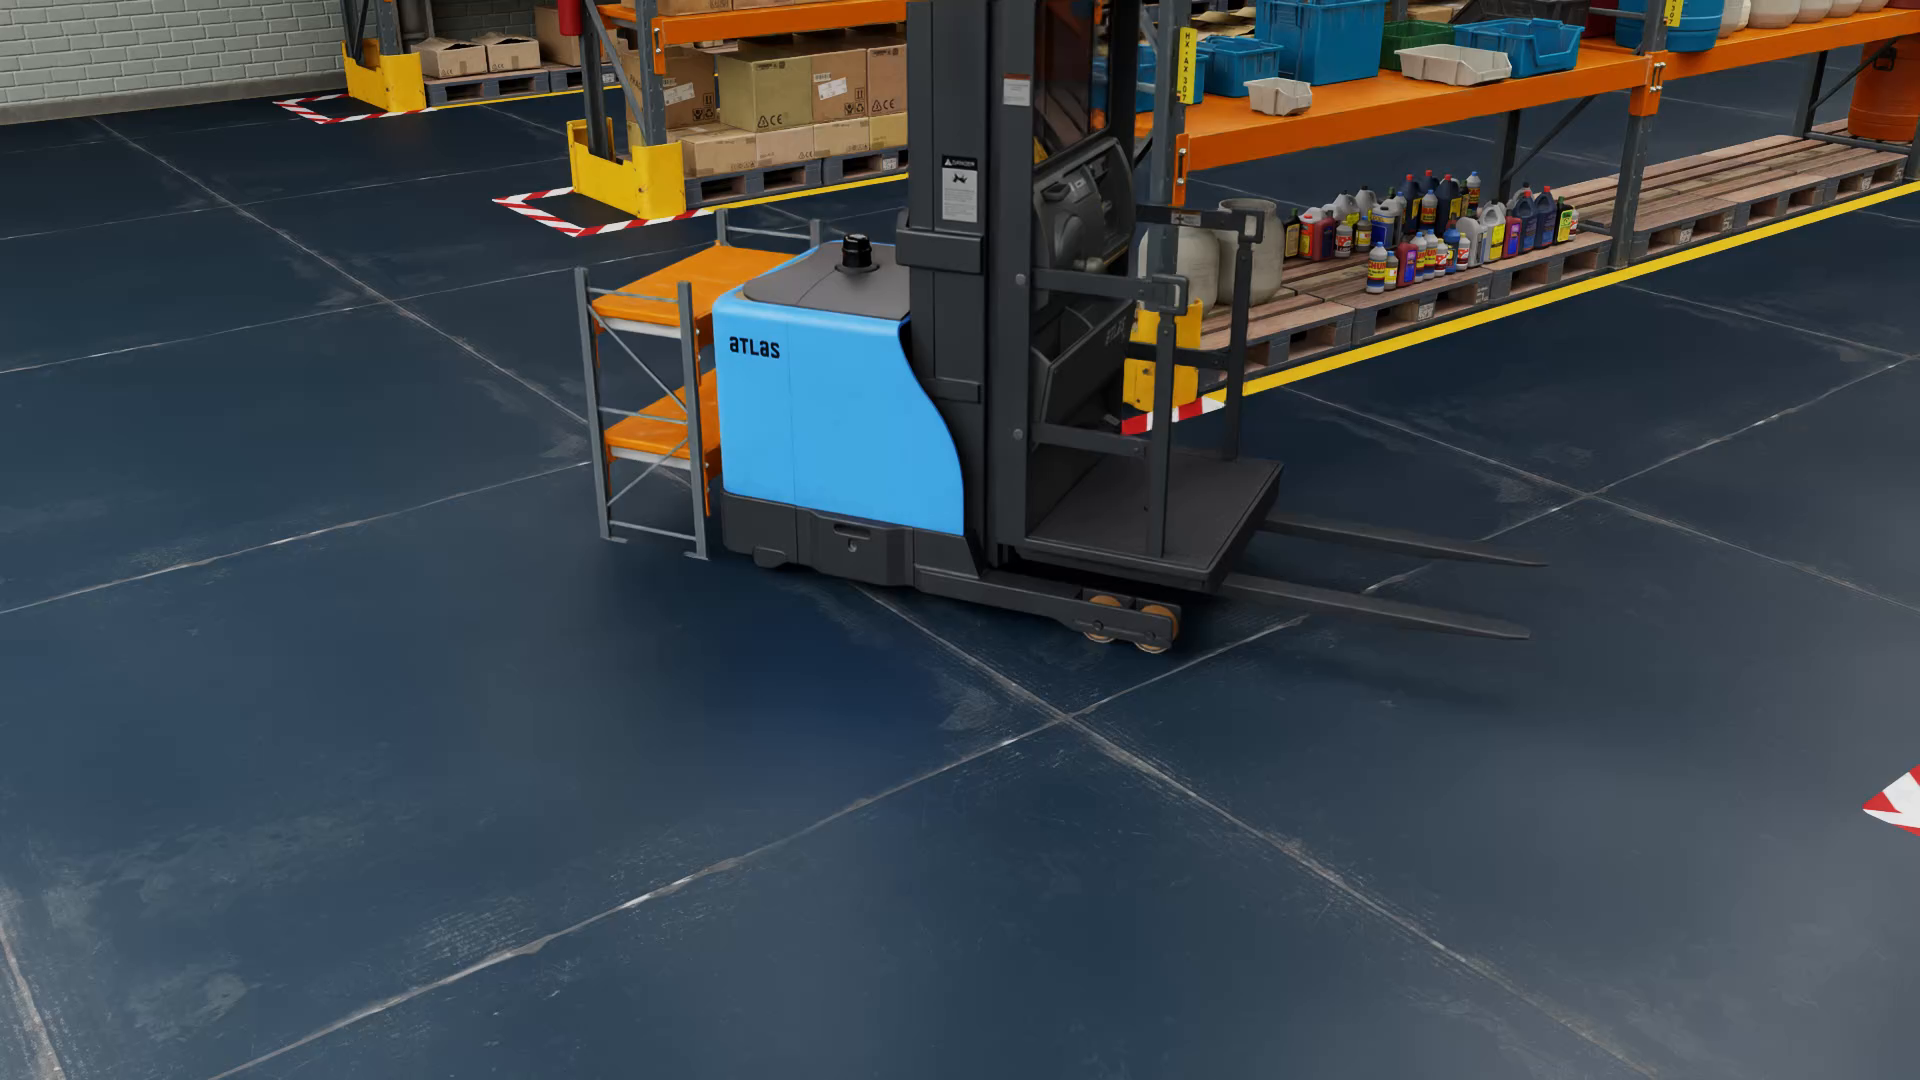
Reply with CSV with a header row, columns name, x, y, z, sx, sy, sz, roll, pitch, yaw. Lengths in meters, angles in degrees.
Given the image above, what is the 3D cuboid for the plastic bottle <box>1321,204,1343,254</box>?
name,x,y,z,sx,sy,sz,roll,pitch,yaw
plastic bottle,2.174,-1.852,9.890,0.135,0.276,0.152,-19,31,-35

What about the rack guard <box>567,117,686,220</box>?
name,x,y,z,sx,sy,sz,roll,pitch,yaw
rack guard,-2.397,-2.675,11.919,0.348,0.500,1.175,-18,31,-34

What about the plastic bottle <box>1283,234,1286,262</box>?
name,x,y,z,sx,sy,sz,roll,pitch,yaw
plastic bottle,1.850,-1.725,9.706,0.097,0.201,0.097,0,25,0

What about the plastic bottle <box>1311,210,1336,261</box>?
name,x,y,z,sx,sy,sz,roll,pitch,yaw
plastic bottle,2.131,-1.784,9.735,0.133,0.283,0.061,-18,31,-34

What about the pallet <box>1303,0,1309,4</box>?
name,x,y,z,sx,sy,sz,roll,pitch,yaw
pallet,4.652,-7.479,22.614,1.213,0.211,1.003,-18,31,-34

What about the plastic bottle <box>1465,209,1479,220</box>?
name,x,y,z,sx,sy,sz,roll,pitch,yaw
plastic bottle,3.005,-1.810,9.791,0.133,0.283,0.061,-18,31,-34

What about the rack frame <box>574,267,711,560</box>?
name,x,y,z,sx,sy,sz,roll,pitch,yaw
rack frame,-1.225,-0.478,6.445,0.500,1.125,0.032,11,27,22

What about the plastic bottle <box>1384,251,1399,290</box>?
name,x,y,z,sx,sy,sz,roll,pitch,yaw
plastic bottle,2.376,-1.498,9.216,0.097,0.201,0.097,0,25,0

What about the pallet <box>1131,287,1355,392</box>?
name,x,y,z,sx,sy,sz,roll,pitch,yaw
pallet,1.349,-1.153,8.983,1.213,0.211,1.003,-18,31,-34

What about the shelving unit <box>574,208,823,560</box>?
name,x,y,z,sx,sy,sz,roll,pitch,yaw
shelving unit,-1.019,-0.674,6.866,0.538,1.125,1.048,11,27,22

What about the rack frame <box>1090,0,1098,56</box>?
name,x,y,z,sx,sy,sz,roll,pitch,yaw
rack frame,0.769,-4.854,13.645,0.127,3.000,1.000,-18,31,-34

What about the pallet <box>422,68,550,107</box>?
name,x,y,z,sx,sy,sz,roll,pitch,yaw
pallet,-4.717,-4.409,15.999,1.213,0.211,1.003,-18,31,-34

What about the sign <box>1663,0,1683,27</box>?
name,x,y,z,sx,sy,sz,roll,pitch,yaw
sign,4.154,-3.152,9.650,0.005,0.325,0.100,-18,31,-34

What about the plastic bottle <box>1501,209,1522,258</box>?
name,x,y,z,sx,sy,sz,roll,pitch,yaw
plastic bottle,3.240,-1.811,9.792,0.133,0.283,0.061,-16,29,-31

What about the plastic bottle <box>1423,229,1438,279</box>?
name,x,y,z,sx,sy,sz,roll,pitch,yaw
plastic bottle,2.643,-1.618,9.391,0.097,0.271,0.097,0,25,0

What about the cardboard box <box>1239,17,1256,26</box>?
name,x,y,z,sx,sy,sz,roll,pitch,yaw
cardboard box,2.853,-4.606,15.212,0.500,0.311,0.500,-18,31,-34

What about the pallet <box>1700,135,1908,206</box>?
name,x,y,z,sx,sy,sz,roll,pitch,yaw
pallet,6.337,-2.798,12.528,1.213,0.211,1.003,-18,31,-34

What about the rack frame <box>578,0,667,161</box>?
name,x,y,z,sx,sy,sz,roll,pitch,yaw
rack frame,-2.378,-3.815,11.406,0.127,3.000,1.000,-18,31,-34

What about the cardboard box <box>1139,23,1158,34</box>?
name,x,y,z,sx,sy,sz,roll,pitch,yaw
cardboard box,1.711,-4.518,15.022,0.500,0.311,0.500,-18,31,-34

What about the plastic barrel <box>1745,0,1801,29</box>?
name,x,y,z,sx,sy,sz,roll,pitch,yaw
plastic barrel,5.288,-3.640,10.869,0.433,0.535,0.433,0,25,0

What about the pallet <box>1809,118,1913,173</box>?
name,x,y,z,sx,sy,sz,roll,pitch,yaw
pallet,7.565,-3.205,13.405,1.213,0.211,1.003,-18,31,-34

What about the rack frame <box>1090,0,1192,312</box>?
name,x,y,z,sx,sy,sz,roll,pitch,yaw
rack frame,0.675,-2.173,7.869,0.127,3.000,1.000,-18,31,-34

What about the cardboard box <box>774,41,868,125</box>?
name,x,y,z,sx,sy,sz,roll,pitch,yaw
cardboard box,-1.041,-3.428,12.451,0.500,0.500,0.500,-18,31,-34

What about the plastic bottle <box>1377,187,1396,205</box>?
name,x,y,z,sx,sy,sz,roll,pitch,yaw
plastic bottle,2.627,-2.029,10.263,0.133,0.283,0.061,-17,30,-32

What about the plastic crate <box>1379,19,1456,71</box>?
name,x,y,z,sx,sy,sz,roll,pitch,yaw
plastic crate,2.580,-2.857,9.594,0.662,0.188,0.450,-18,31,-34

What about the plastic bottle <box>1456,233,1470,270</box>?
name,x,y,z,sx,sy,sz,roll,pitch,yaw
plastic bottle,2.882,-1.665,9.576,0.097,0.201,0.097,0,25,0

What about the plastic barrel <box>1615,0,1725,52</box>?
name,x,y,z,sx,sy,sz,roll,pitch,yaw
plastic barrel,4.314,-3.439,10.002,0.708,0.901,0.600,-18,31,-34

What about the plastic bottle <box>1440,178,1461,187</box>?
name,x,y,z,sx,sy,sz,roll,pitch,yaw
plastic bottle,3.064,-2.145,10.522,0.135,0.276,0.152,-17,30,-32

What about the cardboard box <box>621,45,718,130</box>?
name,x,y,z,sx,sy,sz,roll,pitch,yaw
cardboard box,-2.140,-3.336,12.252,0.500,0.500,0.500,-18,31,-34

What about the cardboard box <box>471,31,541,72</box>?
name,x,y,z,sx,sy,sz,roll,pitch,yaw
cardboard box,-4.389,-4.733,16.056,0.500,0.311,0.500,-15,29,-30

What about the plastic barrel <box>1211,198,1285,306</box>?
name,x,y,z,sx,sy,sz,roll,pitch,yaw
plastic barrel,1.540,-1.561,9.008,0.421,0.512,0.421,0,25,0

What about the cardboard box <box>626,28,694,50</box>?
name,x,y,z,sx,sy,sz,roll,pitch,yaw
cardboard box,-3.082,-5.277,17.003,0.500,0.500,0.500,-21,32,-38

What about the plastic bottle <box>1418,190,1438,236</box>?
name,x,y,z,sx,sy,sz,roll,pitch,yaw
plastic bottle,2.892,-2.024,10.266,0.097,0.271,0.097,0,25,0

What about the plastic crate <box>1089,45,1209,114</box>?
name,x,y,z,sx,sy,sz,roll,pitch,yaw
plastic crate,0.884,-2.335,8.394,0.616,0.251,0.499,-18,31,-34

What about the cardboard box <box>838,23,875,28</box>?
name,x,y,z,sx,sy,sz,roll,pitch,yaw
cardboard box,-1.346,-5.907,18.362,0.500,0.500,0.700,-19,31,-35

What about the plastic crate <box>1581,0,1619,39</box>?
name,x,y,z,sx,sy,sz,roll,pitch,yaw
plastic crate,4.015,-3.468,10.584,0.583,0.464,0.402,-18,31,-34

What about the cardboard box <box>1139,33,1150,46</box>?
name,x,y,z,sx,sy,sz,roll,pitch,yaw
cardboard box,1.645,-4.205,14.348,0.500,0.311,0.500,-19,31,-35

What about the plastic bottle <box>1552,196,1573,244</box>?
name,x,y,z,sx,sy,sz,roll,pitch,yaw
plastic bottle,3.648,-1.945,10.082,0.133,0.283,0.061,-17,30,-32

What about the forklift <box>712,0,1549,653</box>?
name,x,y,z,sx,sy,sz,roll,pitch,yaw
forklift,0.630,-1.183,5.818,3.031,2.935,1.130,10,27,21

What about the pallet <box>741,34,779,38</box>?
name,x,y,z,sx,sy,sz,roll,pitch,yaw
pallet,-1.679,-5.432,18.203,1.213,0.211,1.003,-18,31,-34

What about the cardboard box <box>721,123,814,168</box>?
name,x,y,z,sx,sy,sz,roll,pitch,yaw
cardboard box,-1.428,-2.955,12.321,0.500,0.250,0.500,-18,31,-34

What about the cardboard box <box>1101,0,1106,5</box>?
name,x,y,z,sx,sy,sz,roll,pitch,yaw
cardboard box,1.517,-6.896,20.100,0.750,0.750,0.750,-19,31,-35

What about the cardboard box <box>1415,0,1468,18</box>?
name,x,y,z,sx,sy,sz,roll,pitch,yaw
cardboard box,4.860,-5.120,16.666,0.500,0.500,0.500,-20,31,-36

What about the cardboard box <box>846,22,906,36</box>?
name,x,y,z,sx,sy,sz,roll,pitch,yaw
cardboard box,-0.576,-3.861,13.382,0.500,0.500,0.500,-18,31,-34

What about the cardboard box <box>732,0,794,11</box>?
name,x,y,z,sx,sy,sz,roll,pitch,yaw
cardboard box,-1.593,-4.115,11.935,0.500,0.500,0.700,-17,30,-33

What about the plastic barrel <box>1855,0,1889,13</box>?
name,x,y,z,sx,sy,sz,roll,pitch,yaw
plastic barrel,6.293,-3.964,11.595,0.421,0.512,0.421,0,25,0

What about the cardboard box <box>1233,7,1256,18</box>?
name,x,y,z,sx,sy,sz,roll,pitch,yaw
cardboard box,2.915,-4.913,15.873,0.500,0.311,0.500,-19,31,-35

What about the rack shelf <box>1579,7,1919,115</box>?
name,x,y,z,sx,sy,sz,roll,pitch,yaw
rack shelf,5.397,-3.405,11.378,4.000,0.370,1.077,-18,31,-34

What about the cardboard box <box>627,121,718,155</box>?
name,x,y,z,sx,sy,sz,roll,pitch,yaw
cardboard box,-2.139,-2.995,12.408,0.500,0.250,0.500,-18,31,-34

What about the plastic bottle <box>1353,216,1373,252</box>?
name,x,y,z,sx,sy,sz,roll,pitch,yaw
plastic bottle,2.411,-1.834,9.939,0.097,0.201,0.097,0,25,0
